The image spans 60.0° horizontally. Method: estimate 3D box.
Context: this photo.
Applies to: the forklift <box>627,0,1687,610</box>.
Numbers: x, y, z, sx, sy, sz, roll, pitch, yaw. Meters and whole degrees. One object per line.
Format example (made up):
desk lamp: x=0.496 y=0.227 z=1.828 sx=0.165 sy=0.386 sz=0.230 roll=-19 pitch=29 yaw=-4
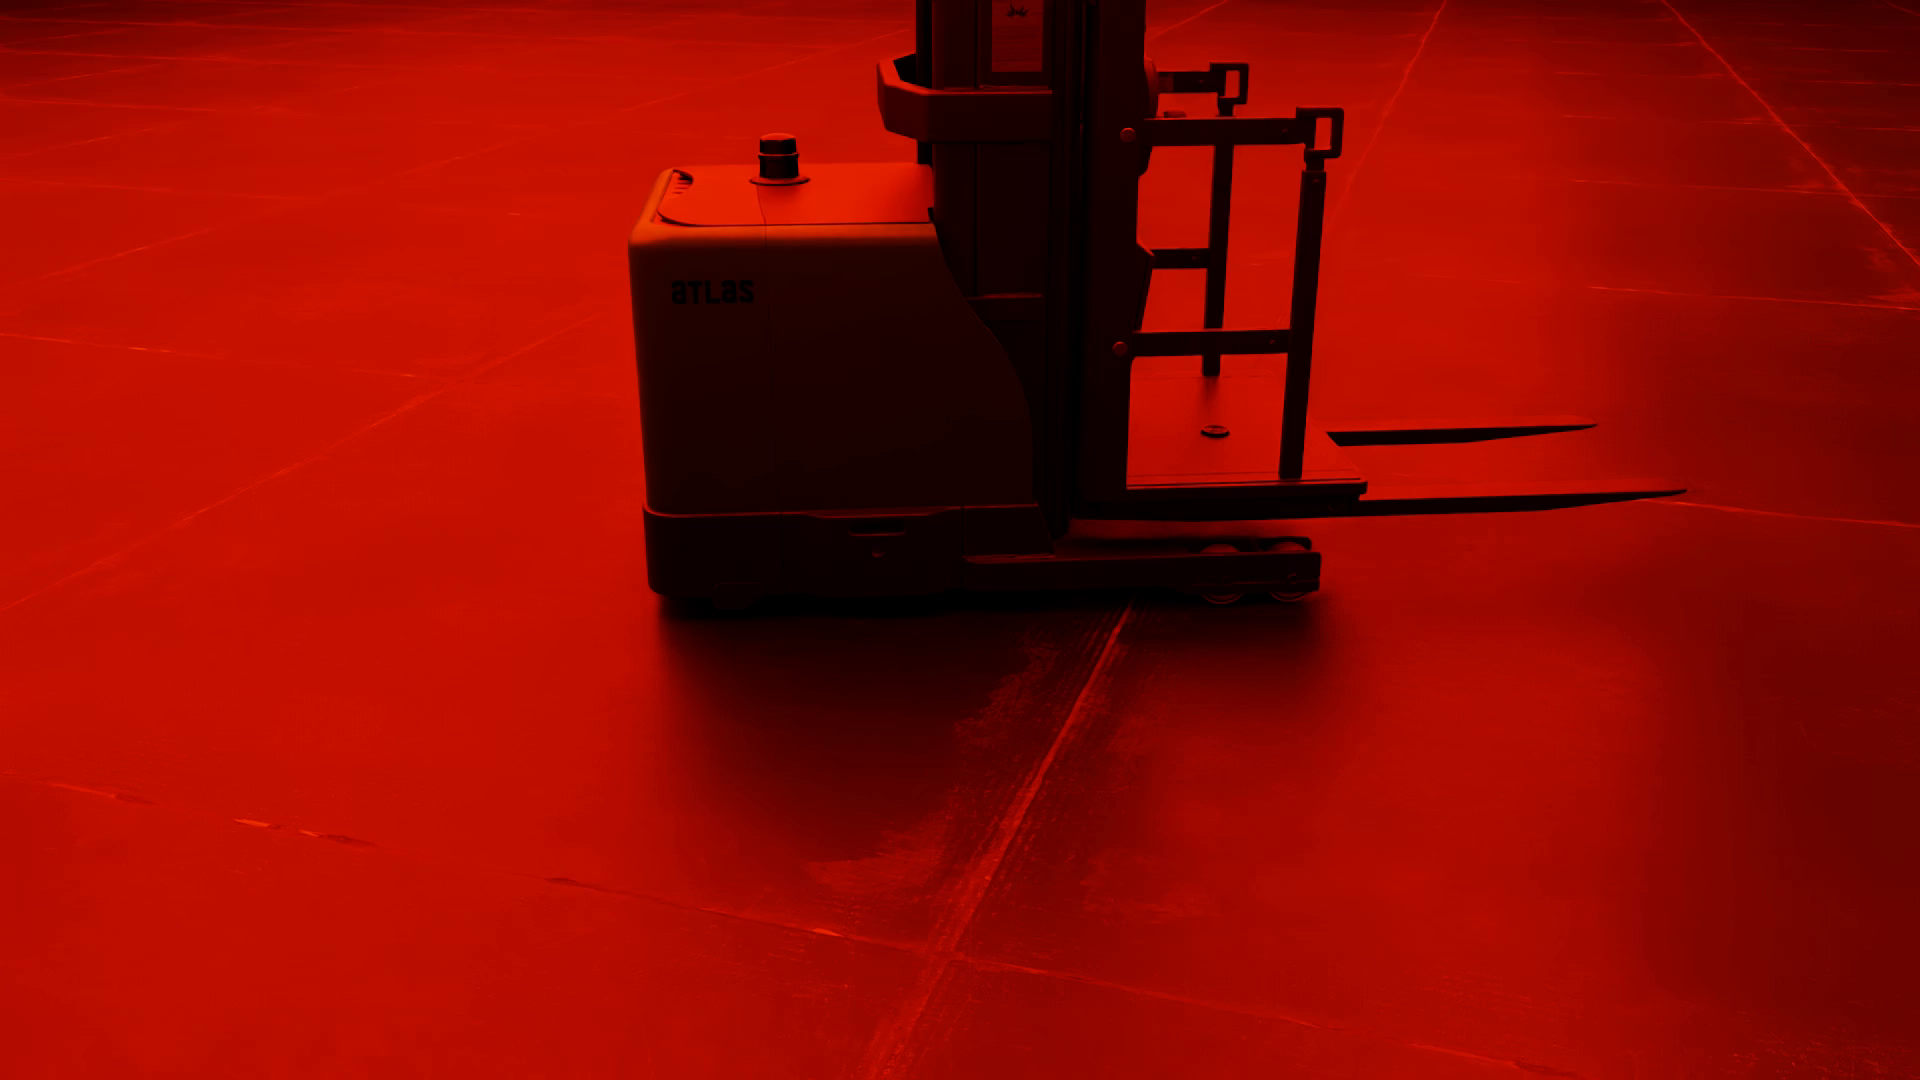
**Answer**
forklift: x=0.606 y=-1.374 z=4.608 sx=3.031 sy=2.935 sz=1.130 roll=-2 pitch=23 yaw=-4
